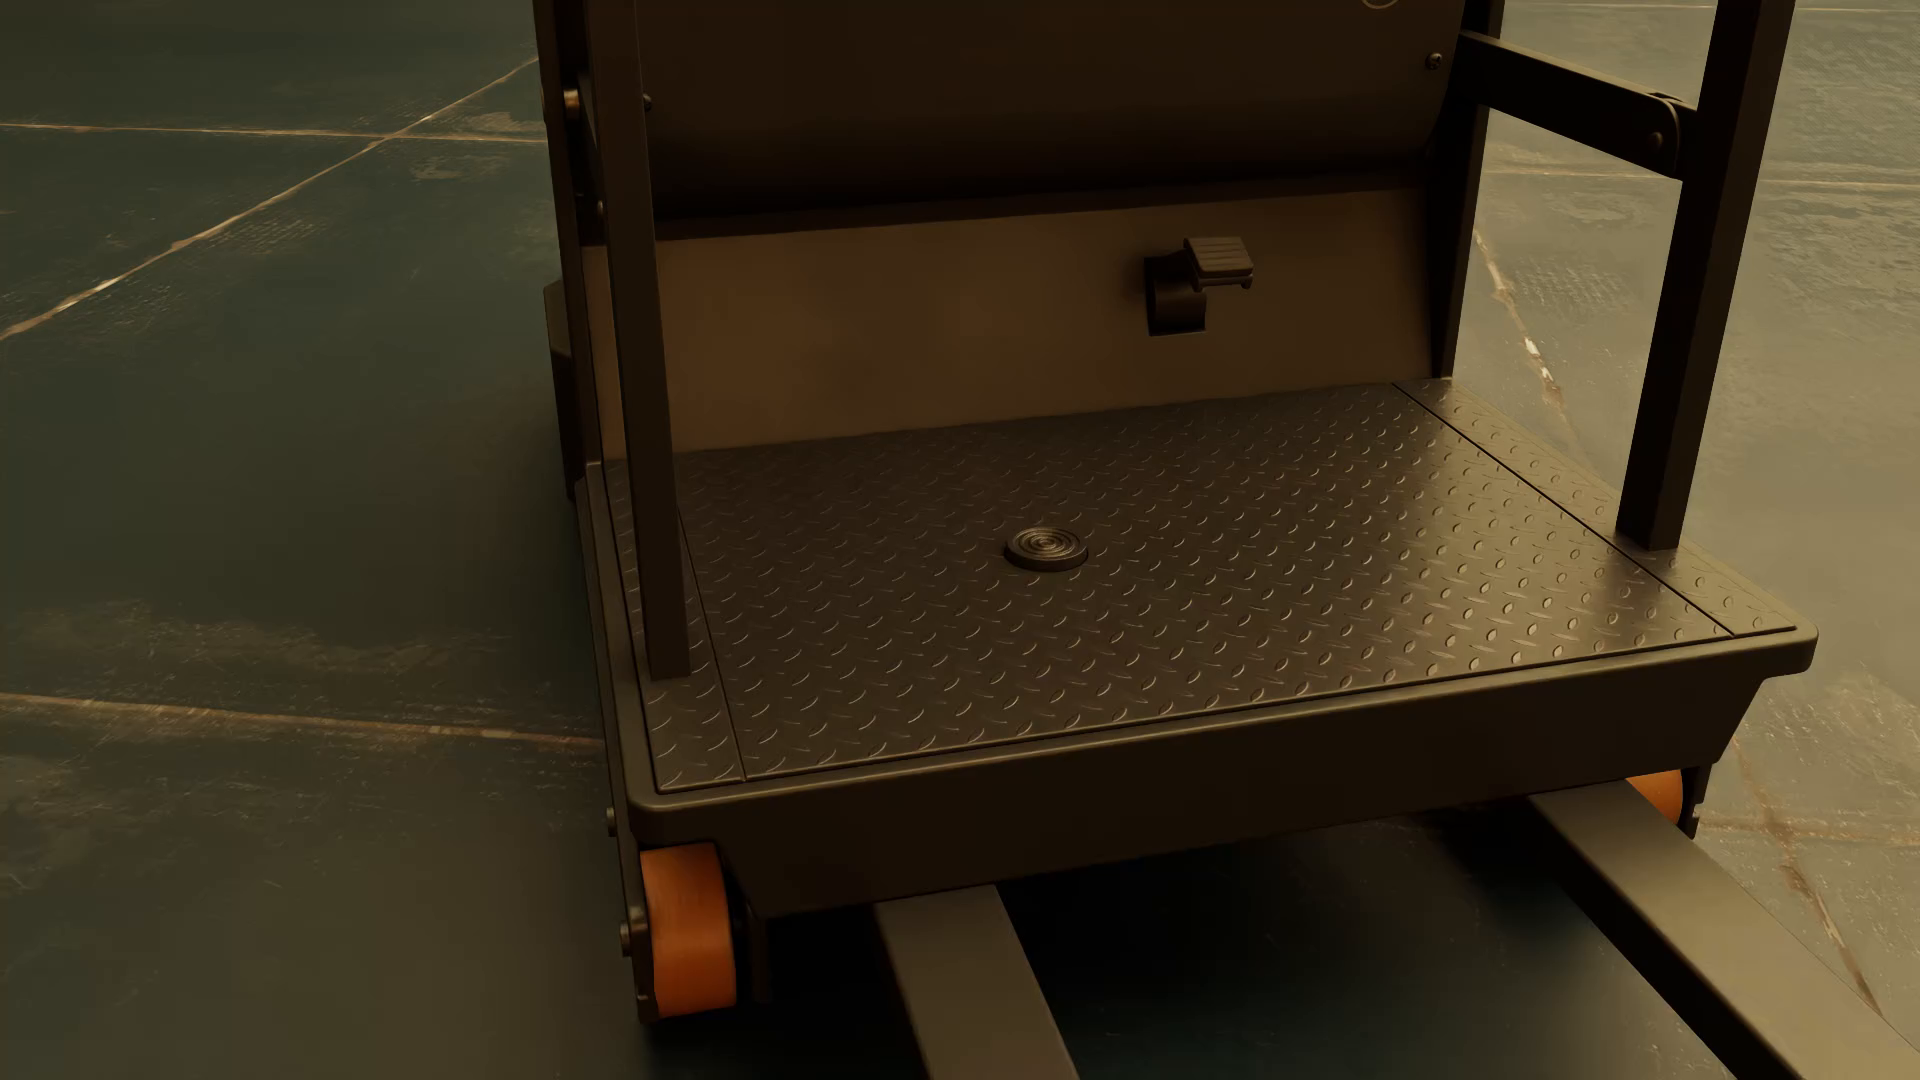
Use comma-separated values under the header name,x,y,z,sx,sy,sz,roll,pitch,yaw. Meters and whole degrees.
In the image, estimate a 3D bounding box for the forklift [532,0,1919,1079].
name,x,y,z,sx,sy,sz,roll,pitch,yaw
forklift,0.153,-1.049,1.319,1.130,2.935,3.031,-7,27,-13
